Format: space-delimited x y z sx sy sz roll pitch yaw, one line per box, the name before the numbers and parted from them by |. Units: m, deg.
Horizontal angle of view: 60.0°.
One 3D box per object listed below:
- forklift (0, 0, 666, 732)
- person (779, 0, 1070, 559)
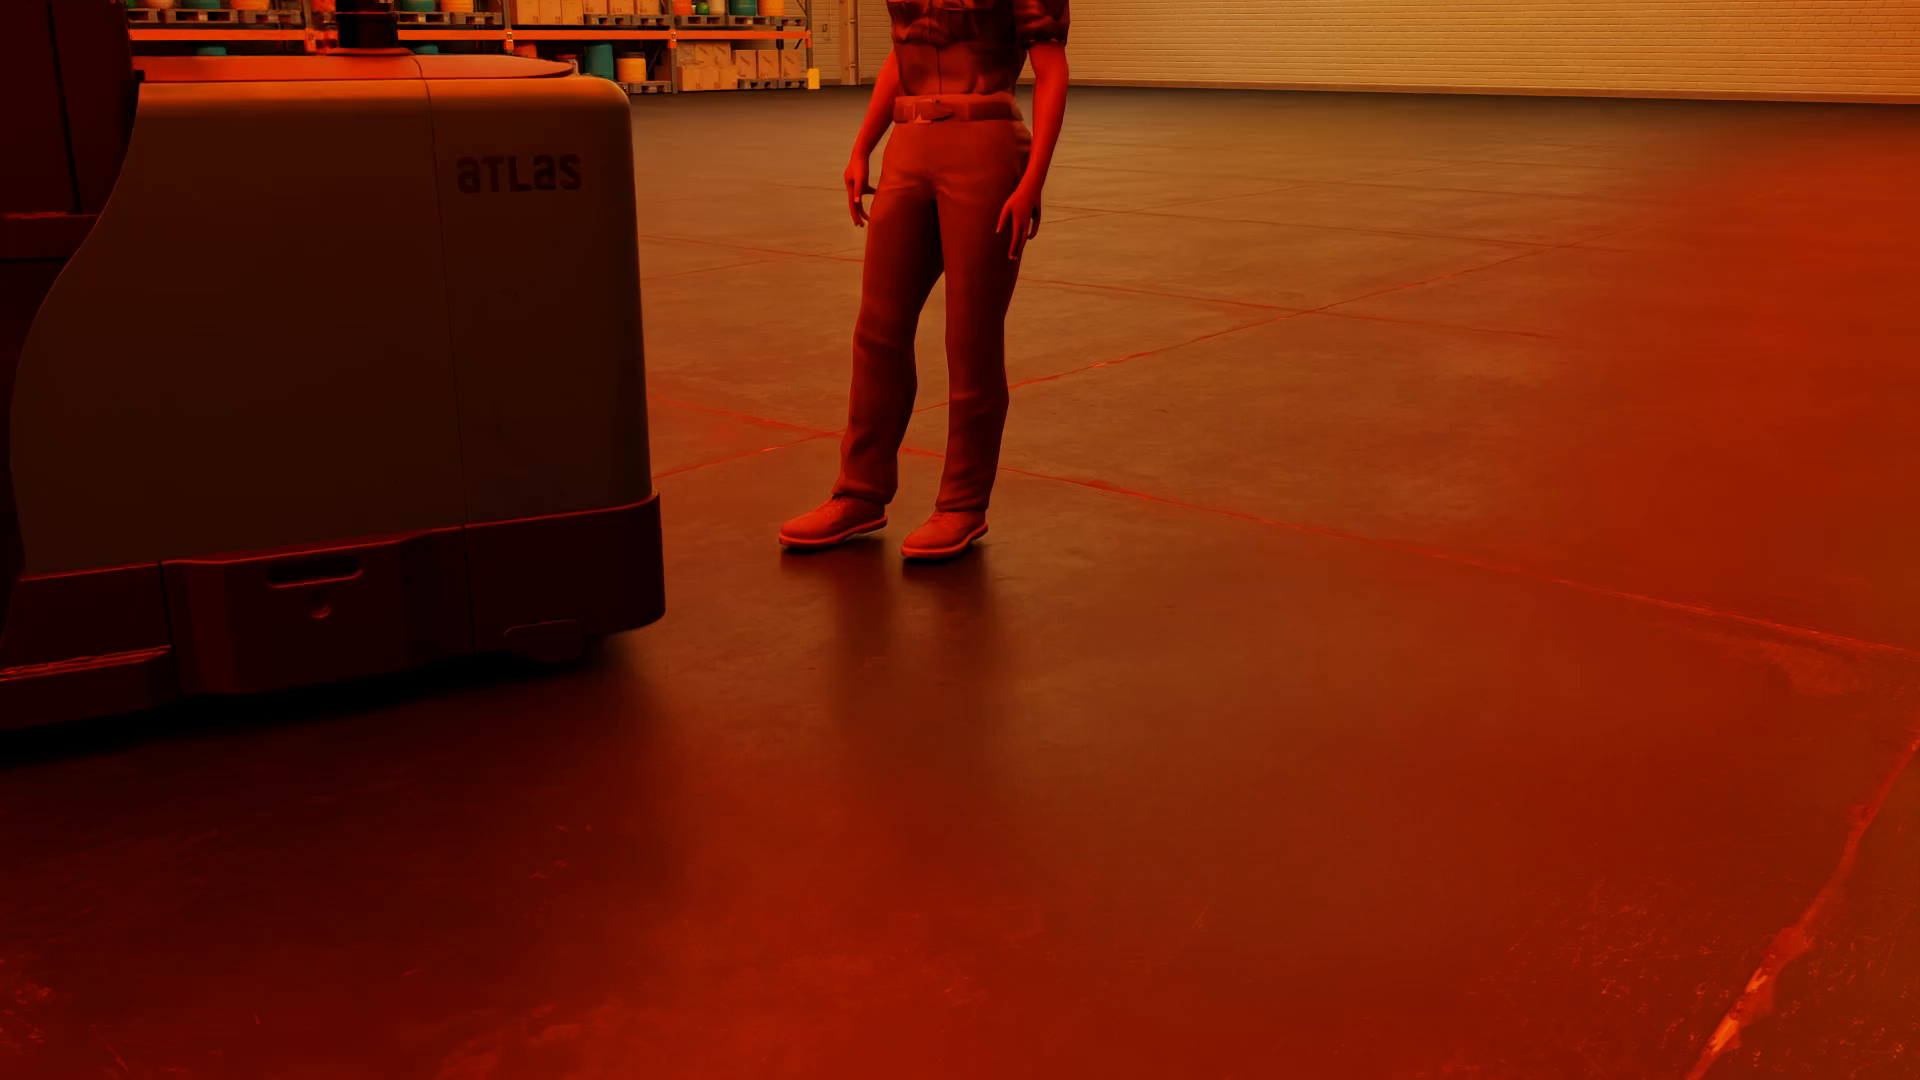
forklift | -2.129 -1.123 2.596 3.031 2.935 1.130 -8 19 -24
person | -0.071 -0.783 3.647 0.569 1.655 0.504 13 21 37
